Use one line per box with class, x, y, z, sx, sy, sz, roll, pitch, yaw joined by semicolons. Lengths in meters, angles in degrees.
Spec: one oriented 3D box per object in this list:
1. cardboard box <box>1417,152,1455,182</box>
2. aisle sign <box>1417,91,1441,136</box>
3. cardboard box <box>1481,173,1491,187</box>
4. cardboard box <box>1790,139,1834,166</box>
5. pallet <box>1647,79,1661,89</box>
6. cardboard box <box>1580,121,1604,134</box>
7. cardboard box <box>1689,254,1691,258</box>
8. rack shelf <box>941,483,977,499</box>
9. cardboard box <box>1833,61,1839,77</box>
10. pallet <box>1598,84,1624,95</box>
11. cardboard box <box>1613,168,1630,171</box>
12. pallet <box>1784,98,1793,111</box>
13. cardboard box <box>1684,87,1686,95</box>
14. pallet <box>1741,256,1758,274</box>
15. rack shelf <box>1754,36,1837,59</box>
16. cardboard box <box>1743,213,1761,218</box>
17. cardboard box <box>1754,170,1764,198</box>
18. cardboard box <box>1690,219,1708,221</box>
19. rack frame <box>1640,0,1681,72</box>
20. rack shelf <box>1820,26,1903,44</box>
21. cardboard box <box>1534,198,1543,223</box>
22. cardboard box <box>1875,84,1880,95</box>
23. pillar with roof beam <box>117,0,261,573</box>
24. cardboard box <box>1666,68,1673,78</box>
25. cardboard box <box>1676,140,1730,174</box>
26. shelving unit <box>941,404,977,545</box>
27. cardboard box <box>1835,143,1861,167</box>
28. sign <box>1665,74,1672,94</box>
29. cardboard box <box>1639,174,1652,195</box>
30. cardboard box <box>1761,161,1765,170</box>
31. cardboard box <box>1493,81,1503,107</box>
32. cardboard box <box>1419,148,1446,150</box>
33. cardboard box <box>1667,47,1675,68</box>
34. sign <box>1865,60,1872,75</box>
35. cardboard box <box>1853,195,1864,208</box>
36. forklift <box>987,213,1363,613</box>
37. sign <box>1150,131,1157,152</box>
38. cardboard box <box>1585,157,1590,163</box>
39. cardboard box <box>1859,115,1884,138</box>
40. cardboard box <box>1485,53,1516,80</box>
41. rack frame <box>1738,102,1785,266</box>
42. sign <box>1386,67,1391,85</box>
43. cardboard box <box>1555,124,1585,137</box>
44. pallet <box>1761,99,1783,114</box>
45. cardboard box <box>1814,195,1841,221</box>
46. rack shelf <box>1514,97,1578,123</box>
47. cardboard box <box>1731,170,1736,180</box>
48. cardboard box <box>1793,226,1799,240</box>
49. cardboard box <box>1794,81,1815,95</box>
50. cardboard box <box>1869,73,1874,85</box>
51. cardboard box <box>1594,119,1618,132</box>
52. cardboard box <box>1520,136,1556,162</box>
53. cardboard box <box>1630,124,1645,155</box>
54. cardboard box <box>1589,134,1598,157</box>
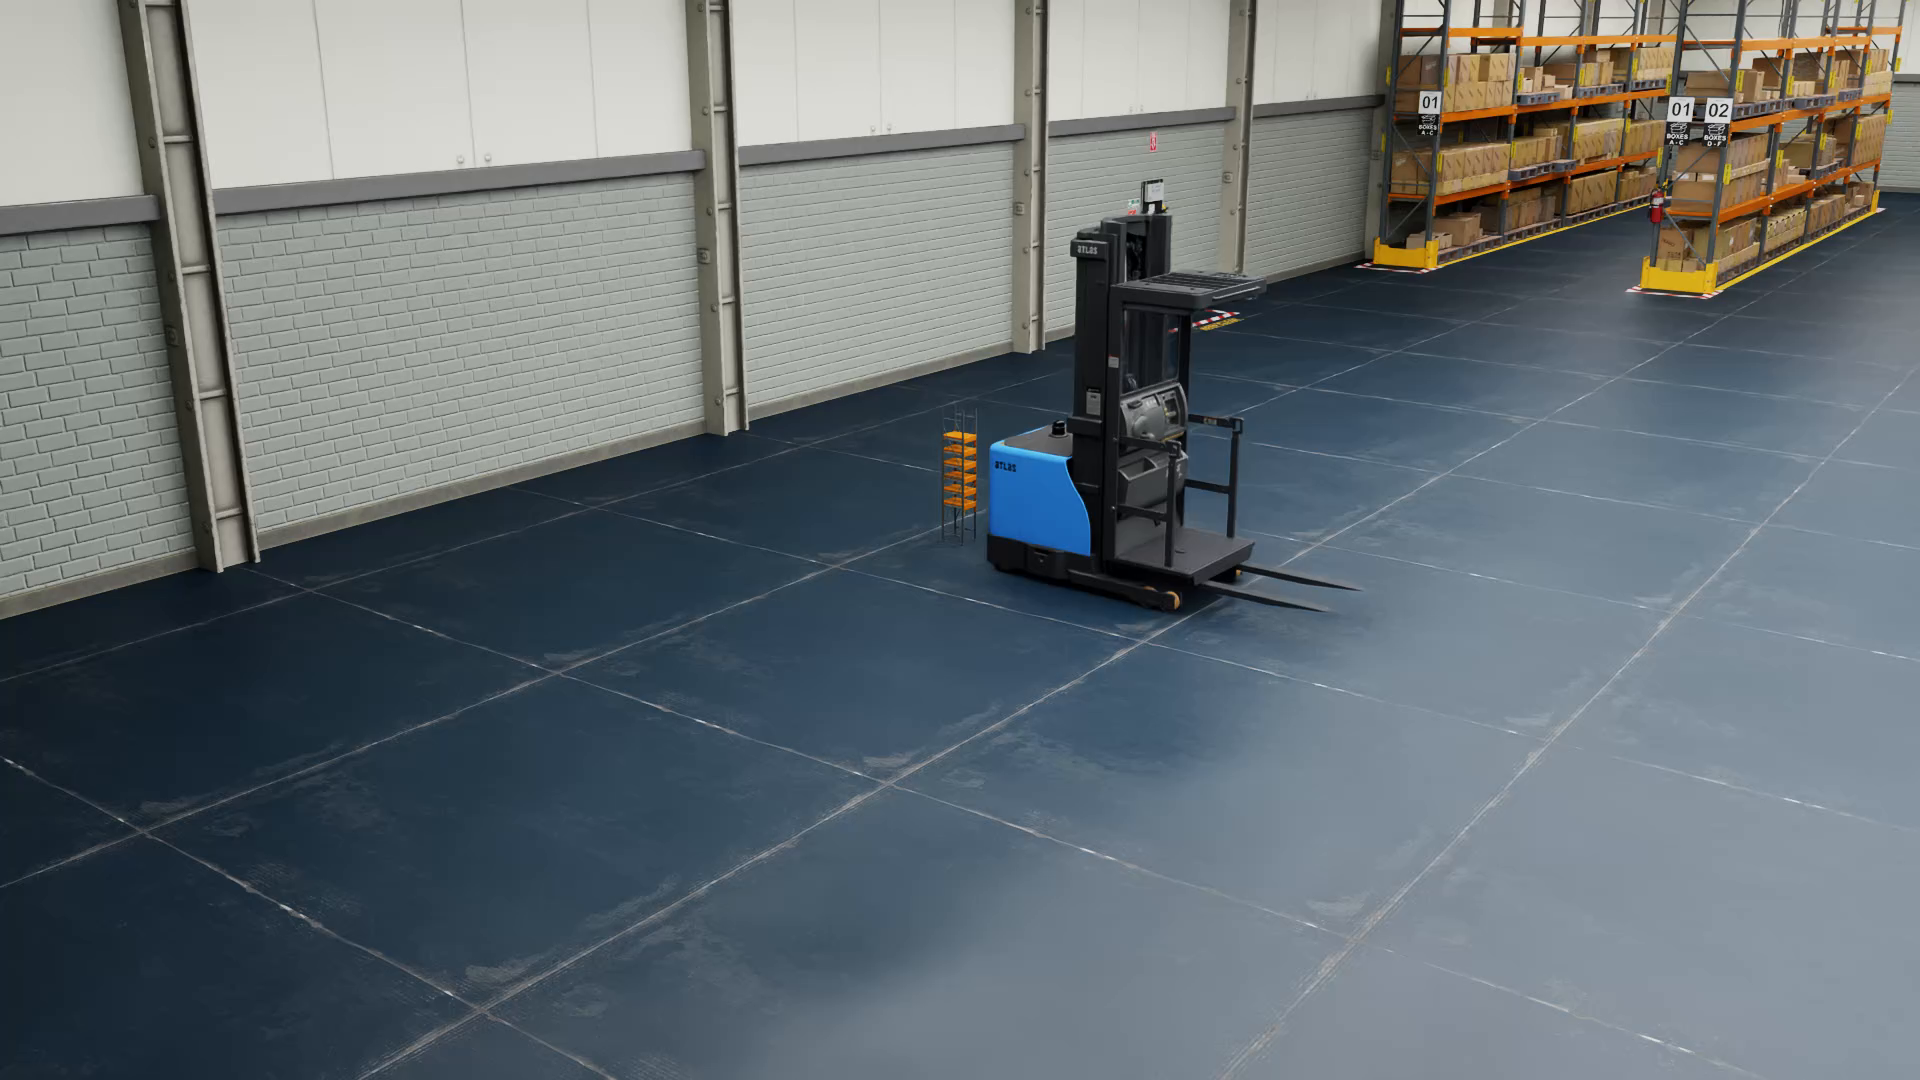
cardboard box;8.908;-6.986;31.136;0.500;0.500;0.500;12;21;35
aisle sign;8.581;-7.801;30.422;0.394;0.787;0.004;12;21;35
cardboard box;10.136;-7.114;32.813;0.500;0.250;0.500;12;21;34
cardboard box;18.113;-8.262;35.416;0.500;0.500;0.700;-15;23;-40
pallet;16.756;-11.360;41.358;1.003;0.211;1.213;12;21;35
cardboard box;14.540;-9.525;38.391;0.500;0.250;0.500;12;21;34
cardboard box;12.734;-4.943;29.533;0.500;0.250;0.500;12;21;35
rack shelf;-0.009;-0.413;14.603;0.258;0.103;0.180;12;21;35
cardboard box;18.361;-9.916;35.515;0.600;0.600;0.600;11;21;33
pallet;15.026;-10.601;39.089;0.805;0.209;1.217;11;21;33
cardboard box;16.739;-9.335;42.160;0.380;0.149;0.250;13;21;35
pallet;15.262;-8.261;31.553;0.805;0.209;1.217;11;21;33
cardboard box;12.838;-7.704;28.745;0.500;0.250;0.500;12;21;35
pallet;14.239;-5.194;31.113;1.003;0.211;1.213;12;21;35
rack shelf;15.938;-9.514;32.095;1.077;0.370;4.000;12;21;35
cardboard box;15.664;-6.372;33.189;0.500;0.311;0.500;12;21;34
cardboard box;14.487;-6.648;30.926;0.700;0.500;0.500;12;21;33
cardboard box;13.623;-5.660;30.575;0.500;0.500;0.500;12;21;35
rack frame;17.916;-13.305;42.415;1.000;3.000;0.127;12;21;35
rack shelf;20.705;-11.609;38.172;1.077;0.370;4.000;12;21;35
cardboard box;12.362;-7.268;36.564;0.700;0.500;0.500;12;21;35
cardboard box;20.897;-10.403;38.380;0.500;0.250;0.500;12;21;35
pillar with roof beam;-2.738;-3.337;10.316;9.100;9.000;0.400;12;21;35
cardboard box;17.693;-11.828;42.092;0.500;0.250;0.500;13;22;36
cardboard box;12.683;-6.544;28.401;0.700;0.500;0.500;13;21;35
shelving unit;-0.009;-0.570;14.555;0.258;1.200;0.189;12;21;35
cardboard box;20.036;-8.734;37.642;0.500;0.500;0.500;13;22;36
sign;11.936;-7.671;27.972;0.100;0.325;0.005;12;21;35
cardboard box;17.281;-9.143;42.636;0.700;0.500;0.500;12;21;35
cardboard box;14.608;-6.904;30.655;0.380;0.149;0.250;12;21;34
cardboard box;10.352;-8.790;32.730;0.500;0.500;0.500;10;20;30
cardboard box;9.105;-7.317;32.203;0.500;0.500;0.500;12;21;33
cardboard box;17.699;-12.185;41.977;0.500;0.500;0.500;12;21;35
sign;19.961;-10.383;36.528;0.100;0.325;0.005;12;21;35
cardboard box;21.180;-8.069;39.563;0.500;0.250;0.500;12;21;35
forklift;1.705;-1.013;13.063;3.031;2.935;1.130;13;21;35
sign;2.942;-6.061;25.294;0.001;0.298;0.199;12;21;35
cardboard box;14.276;-8.773;38.327;0.380;0.149;0.250;13;21;36
cardboard box;21.552;-9.816;39.440;0.500;0.500;0.500;13;22;36
cardboard box;10.685;-9.382;32.952;0.500;0.500;0.500;10;20;30
rack frame;14.747;-6.707;31.285;1.000;3.000;0.127;12;21;35
sign;7.949;-8.587;30.788;0.100;0.325;0.005;12;21;35
cardboard box;13.644;-9.162;37.219;0.500;0.250;0.500;13;22;36
pallet;14.259;-7.890;30.185;1.003;0.211;1.213;12;21;35
cardboard box;19.148;-7.345;36.811;0.500;0.500;0.500;13;21;35
rack shelf;11.958;-9.147;35.297;1.077;0.370;4.000;12;21;35
cardboard box;13.227;-6.350;28.872;0.380;0.149;0.250;12;21;34
cardboard box;16.708;-6.256;33.759;0.500;0.250;0.500;12;21;34
cardboard box;16.905;-9.104;33.488;0.500;0.250;0.500;11;20;31
cardboard box;20.299;-10.404;37.540;0.500;0.250;0.500;12;21;35
cardboard box;15.147;-9.768;39.173;0.500;0.250;0.500;13;21;36
cardboard box;12.566;-8.541;36.279;0.700;0.500;0.500;10;20;30
cardboard box;16.308;-9.930;41.156;0.980;0.700;0.700;12;21;33
cardboard box;14.260;-9.046;38.110;0.500;0.500;0.500;12;21;34
